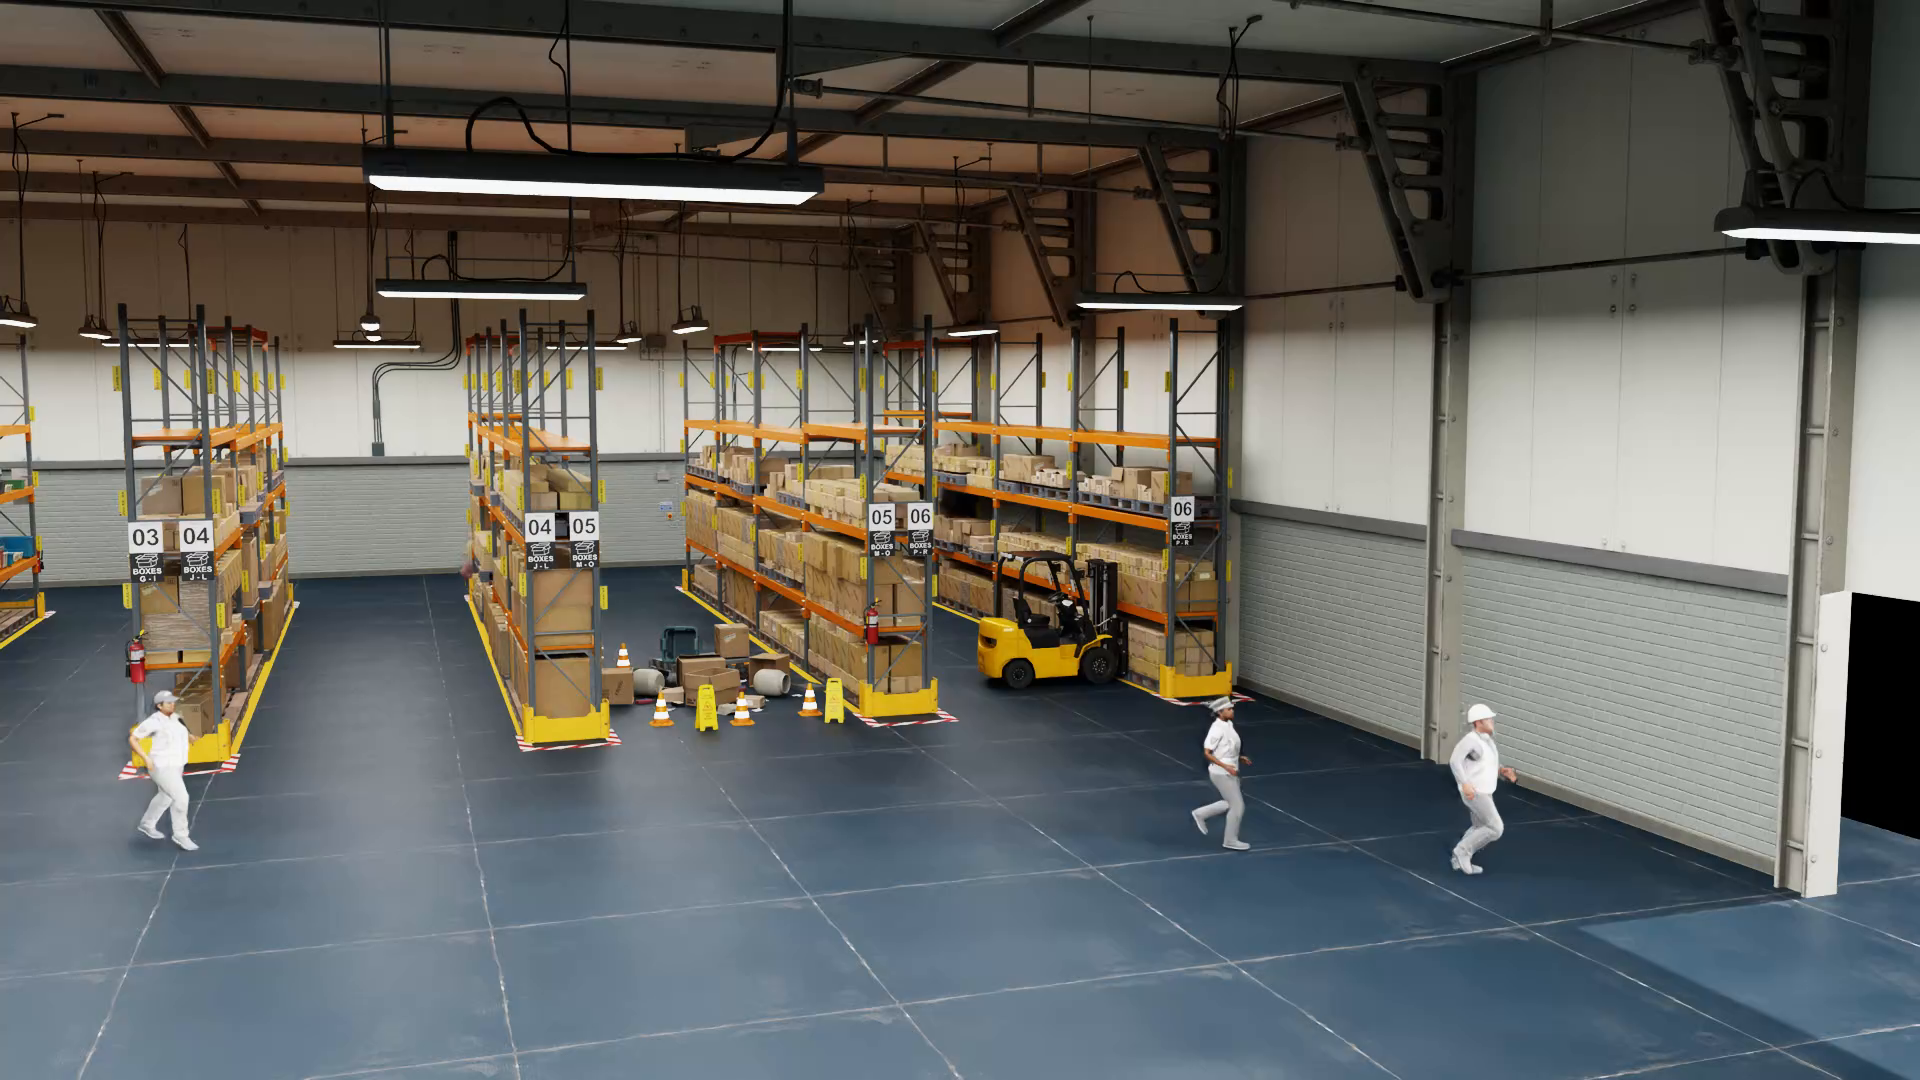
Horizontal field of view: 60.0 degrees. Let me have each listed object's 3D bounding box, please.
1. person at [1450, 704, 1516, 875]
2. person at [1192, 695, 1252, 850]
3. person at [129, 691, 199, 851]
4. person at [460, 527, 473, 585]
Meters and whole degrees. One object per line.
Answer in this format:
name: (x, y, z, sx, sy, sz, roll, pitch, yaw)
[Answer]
person: (5.310, 2.533, 16.877, 0.601, 1.738, 0.667, 3, 6, 30)
person: (2.809, 2.485, 17.868, 0.658, 1.654, 0.579, 2, 6, 24)
person: (-8.552, 2.479, 17.928, 0.740, 1.727, 0.580, 0, 5, 3)
person: (-11.495, 0.482, 39.200, 0.601, 1.592, 0.637, -3, 6, -31)
